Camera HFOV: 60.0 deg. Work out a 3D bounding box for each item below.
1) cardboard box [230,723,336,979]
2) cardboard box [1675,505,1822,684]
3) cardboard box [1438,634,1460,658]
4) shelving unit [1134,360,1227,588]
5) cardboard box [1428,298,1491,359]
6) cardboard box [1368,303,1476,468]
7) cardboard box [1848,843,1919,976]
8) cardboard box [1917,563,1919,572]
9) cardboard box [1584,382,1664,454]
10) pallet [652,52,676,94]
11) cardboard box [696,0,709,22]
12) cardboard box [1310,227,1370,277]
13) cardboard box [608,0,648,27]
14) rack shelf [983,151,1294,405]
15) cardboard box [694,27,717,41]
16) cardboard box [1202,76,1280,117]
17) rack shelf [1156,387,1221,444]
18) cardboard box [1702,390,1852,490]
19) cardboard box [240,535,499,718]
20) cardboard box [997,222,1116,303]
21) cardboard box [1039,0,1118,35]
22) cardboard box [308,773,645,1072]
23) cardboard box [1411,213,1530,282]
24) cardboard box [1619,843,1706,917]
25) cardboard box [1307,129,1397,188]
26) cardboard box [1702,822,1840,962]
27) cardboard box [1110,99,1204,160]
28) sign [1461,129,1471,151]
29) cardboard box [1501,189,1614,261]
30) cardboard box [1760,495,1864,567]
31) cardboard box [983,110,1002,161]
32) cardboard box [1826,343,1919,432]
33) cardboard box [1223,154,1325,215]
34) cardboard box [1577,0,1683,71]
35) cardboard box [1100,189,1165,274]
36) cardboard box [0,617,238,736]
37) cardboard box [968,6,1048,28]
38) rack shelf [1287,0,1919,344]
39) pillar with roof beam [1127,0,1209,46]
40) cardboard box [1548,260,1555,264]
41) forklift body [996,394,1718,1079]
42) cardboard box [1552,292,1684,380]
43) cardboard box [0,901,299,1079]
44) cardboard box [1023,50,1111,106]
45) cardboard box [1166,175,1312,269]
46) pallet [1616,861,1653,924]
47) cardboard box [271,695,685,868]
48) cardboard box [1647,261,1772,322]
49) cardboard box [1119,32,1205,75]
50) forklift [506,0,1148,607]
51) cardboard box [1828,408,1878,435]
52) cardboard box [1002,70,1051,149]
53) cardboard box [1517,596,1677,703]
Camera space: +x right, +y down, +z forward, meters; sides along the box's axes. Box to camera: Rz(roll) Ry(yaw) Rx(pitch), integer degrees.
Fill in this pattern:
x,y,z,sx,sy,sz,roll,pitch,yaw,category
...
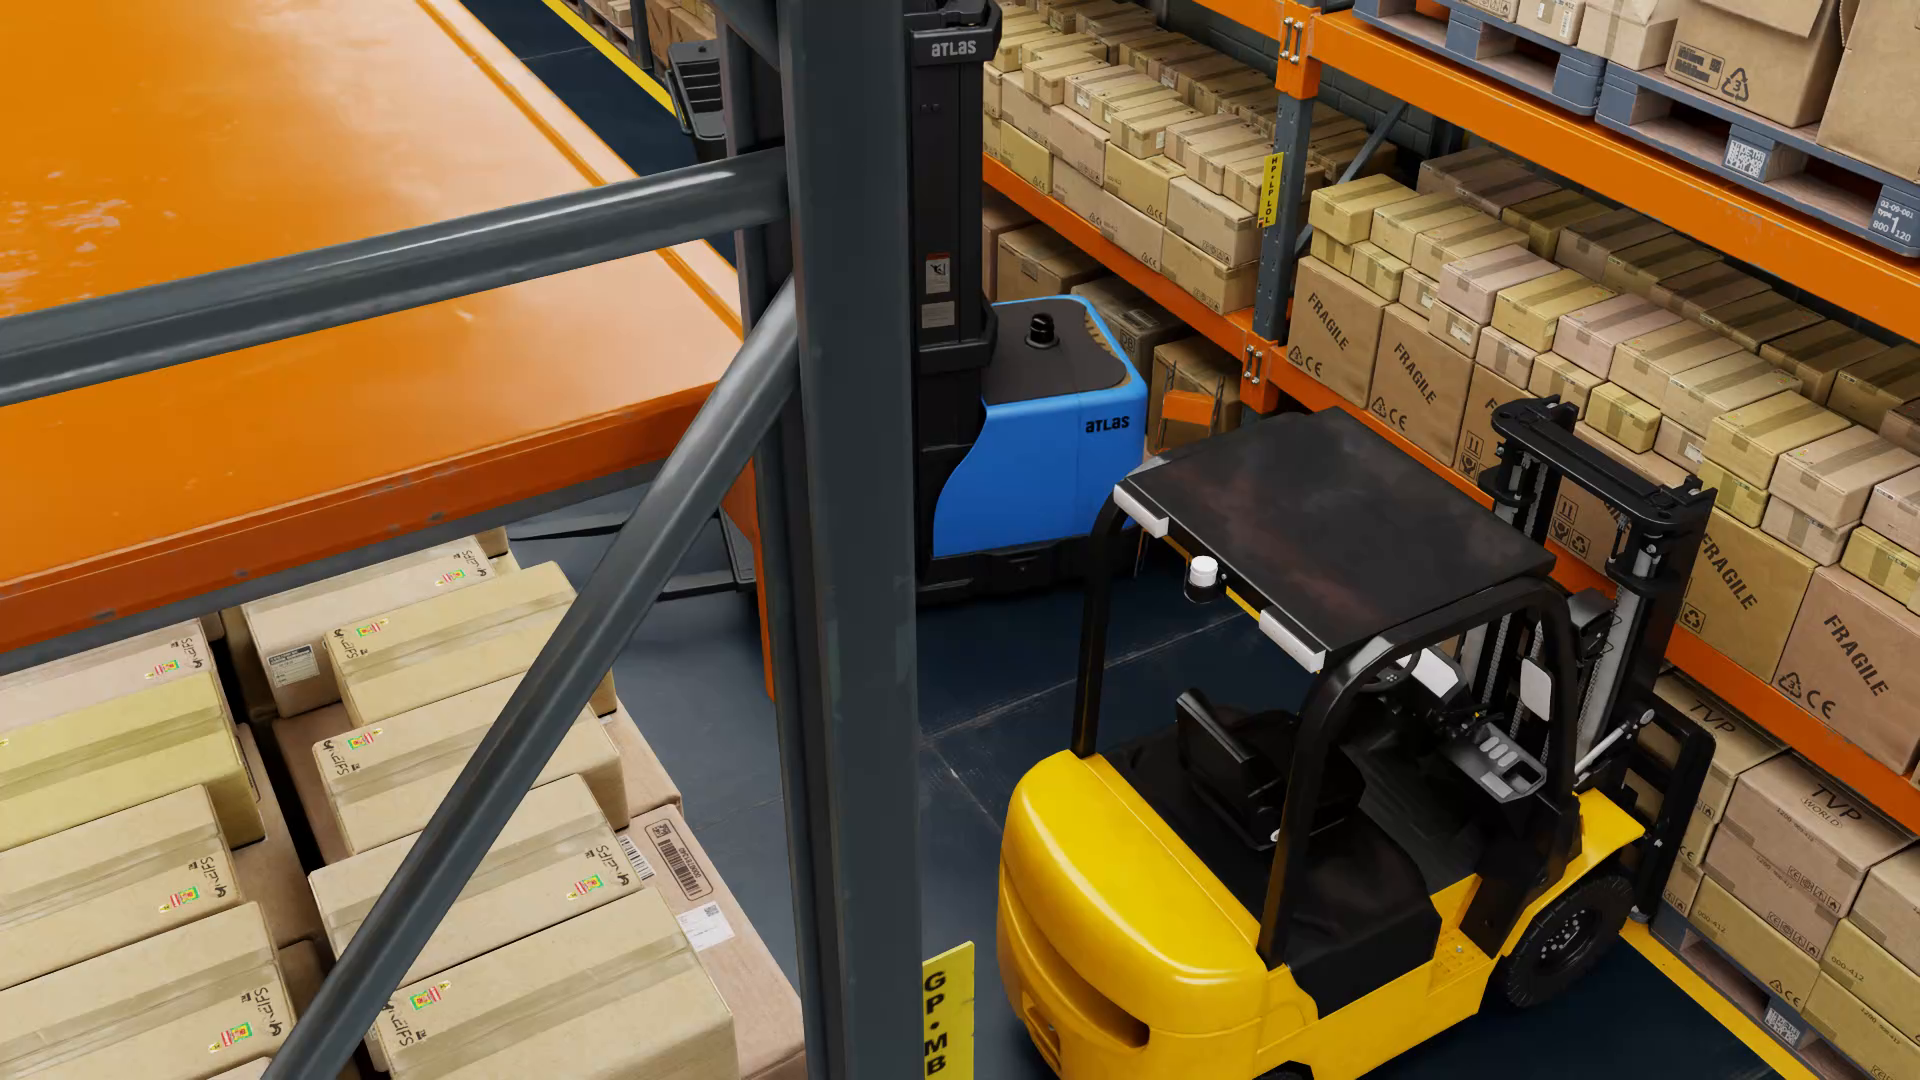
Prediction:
x,y,z,sx,sy,sz,roll,pitch,yaw,category
-1.228,0.589,2.460,0.500,0.250,0.500,-19,40,-25,cardboard box
2.807,0.087,5.730,0.500,0.500,0.500,-20,41,-25,cardboard box
2.256,0.382,6.962,0.500,0.250,0.500,-19,40,-24,cardboard box
1.059,-0.317,8.011,0.252,1.050,0.215,12,15,15,shelving unit
2.061,-0.869,6.489,0.380,0.149,0.250,-18,40,-23,cardboard box
2.055,-0.687,6.790,0.500,0.500,0.500,-18,40,-23,cardboard box
3.291,1.224,5.386,0.500,0.250,0.500,-18,40,-22,cardboard box
3.124,0.044,4.986,0.380,0.149,0.250,-18,40,-23,cardboard box
2.475,-0.478,5.954,0.380,0.149,0.250,-20,41,-25,cardboard box
-1.796,-3.761,13.448,1.003,0.211,1.213,-19,40,-24,pallet
-1.793,-4.069,12.719,0.380,0.149,0.250,-20,40,-25,cardboard box
1.715,-1.273,7.042,0.380,0.149,0.250,-20,40,-25,cardboard box
-2.771,-4.506,14.164,0.380,0.149,0.250,-20,41,-25,cardboard box
0.777,-1.940,9.200,1.077,0.370,4.000,-19,40,-24,rack shelf
-1.666,-3.613,12.644,0.500,0.500,0.500,-20,41,-25,cardboard box
1.431,-2.160,8.257,0.380,0.149,0.250,-19,40,-24,cardboard box
1.094,-0.579,7.941,0.240,0.259,0.215,12,15,15,rack shelf
2.702,-0.335,5.505,0.380,0.149,0.250,-18,40,-23,cardboard box
-0.982,0.111,2.776,0.380,0.149,0.250,-19,40,-24,cardboard box
0.748,-1.465,9.597,0.875,0.625,0.625,-21,41,-26,cardboard box
0.664,-2.936,9.319,0.380,0.149,0.250,-19,40,-24,cardboard box
-0.641,0.504,2.237,0.380,0.149,0.250,-19,40,-24,cardboard box
2.031,-1.149,6.620,0.380,0.149,0.250,-20,40,-25,cardboard box
2.797,1.110,6.390,0.500,0.250,0.500,-18,40,-23,cardboard box
1.791,-1.756,7.703,0.380,0.149,0.250,-20,41,-25,cardboard box
3.034,1.154,5.906,0.500,0.250,0.500,-19,40,-24,cardboard box
0.949,-1.983,8.014,0.380,0.149,0.250,-20,41,-25,cardboard box
2.261,-1.758,7.539,0.100,0.325,0.005,-19,40,-24,sign
2.439,-1.289,6.812,0.380,0.149,0.250,-19,40,-24,cardboard box
2.854,-0.091,5.424,0.380,0.149,0.250,-20,41,-25,cardboard box
0.297,-2.373,9.310,0.500,0.250,0.500,-20,41,-25,cardboard box
3.249,-0.522,5.763,0.380,0.149,0.250,-20,41,-25,cardboard box
1.419,-1.621,7.519,0.380,0.149,0.250,-18,40,-22,cardboard box
2.265,-1.731,5.434,0.396,0.266,0.258,-20,41,-25,cardboard box
1.045,-1.584,8.231,0.500,0.250,0.500,-19,40,-24,cardboard box
-1.363,0.246,2.591,0.380,0.149,0.250,-19,40,-24,cardboard box
0.259,-2.795,9.126,0.380,0.149,0.250,-18,40,-23,cardboard box
2.787,-1.112,5.523,1.077,0.370,4.000,-19,40,-24,rack shelf
-2.515,-4.000,6.324,9.100,9.000,0.400,-19,40,-24,pillar with roof beam
2.447,-1.170,6.902,0.380,0.149,0.250,-18,40,-23,cardboard box
1.262,0.745,5.633,2.313,2.155,1.214,-19,40,-24,forklift body
2.402,-0.749,6.073,0.380,0.149,0.250,-19,40,-24,cardboard box
-1.020,0.642,2.049,0.380,0.149,0.250,-18,40,-23,cardboard box
0.551,-2.377,8.553,0.380,0.149,0.250,-20,41,-25,cardboard box
1.314,-1.527,7.728,0.500,0.250,0.500,-20,41,-25,cardboard box
2.763,0.956,6.989,1.003,0.211,1.213,-19,40,-24,pallet
-0.765,0.436,2.669,0.500,0.250,0.500,-20,40,-25,cardboard box
2.819,-0.897,6.276,0.380,0.149,0.250,-19,40,-24,cardboard box
1.065,-2.547,8.787,0.380,0.149,0.250,-19,40,-24,cardboard box
-0.692,-1.074,7.463,3.031,2.935,1.130,-9,37,-12,forklift
3.261,-0.400,5.847,0.380,0.149,0.250,-18,40,-22,cardboard box
0.561,-2.312,8.803,0.500,0.250,0.500,-18,40,-23,cardboard box
2.519,0.450,6.445,0.500,0.250,0.500,-20,41,-25,cardboard box
